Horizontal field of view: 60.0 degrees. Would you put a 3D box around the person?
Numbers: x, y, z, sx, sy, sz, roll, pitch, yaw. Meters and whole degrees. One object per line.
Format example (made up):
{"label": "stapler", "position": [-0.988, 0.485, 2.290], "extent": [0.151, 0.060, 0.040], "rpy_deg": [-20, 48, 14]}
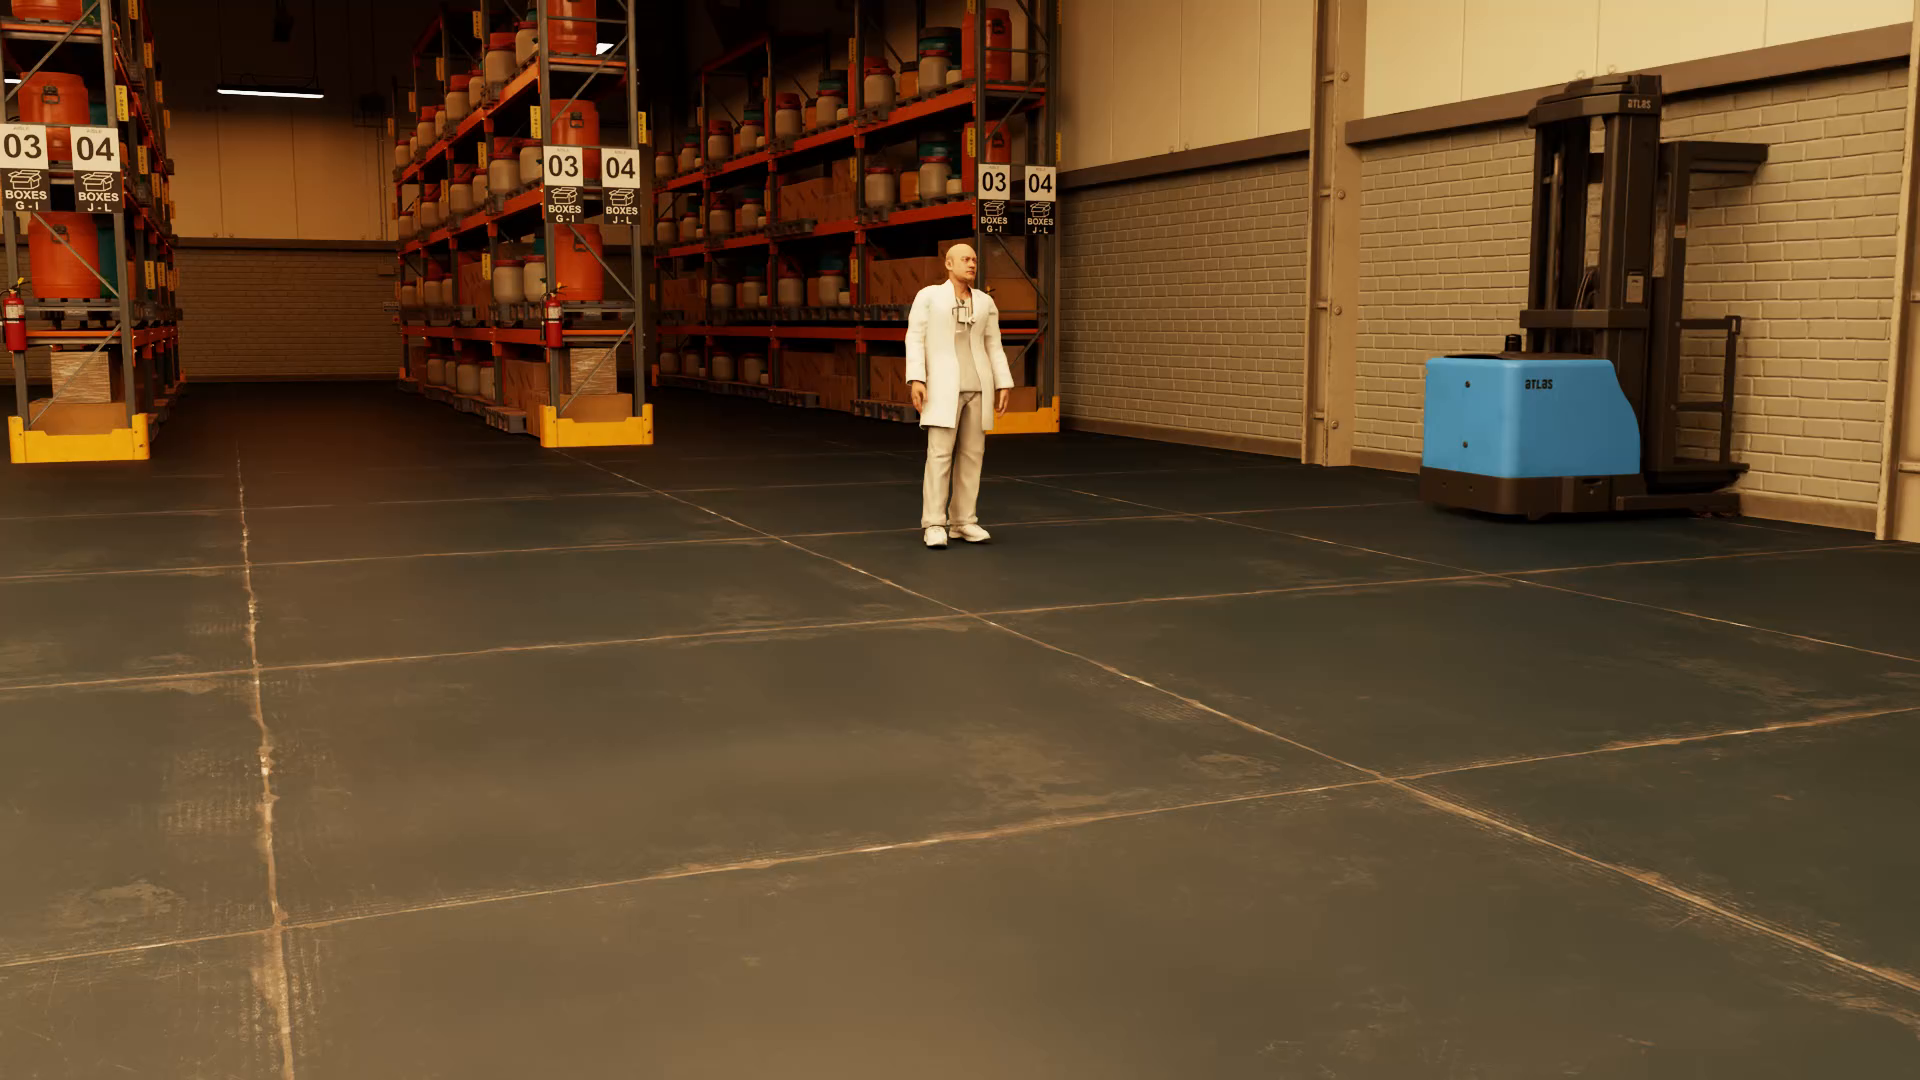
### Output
{"label": "person", "position": [0.033, -0.878, 9.952], "extent": [0.698, 1.778, 0.578], "rpy_deg": [-3, 8, -23]}

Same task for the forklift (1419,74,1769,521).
{"label": "forklift", "position": [4.815, -1.669, 11.601], "extent": [3.031, 2.935, 1.130], "rpy_deg": [-2, 8, -18]}
